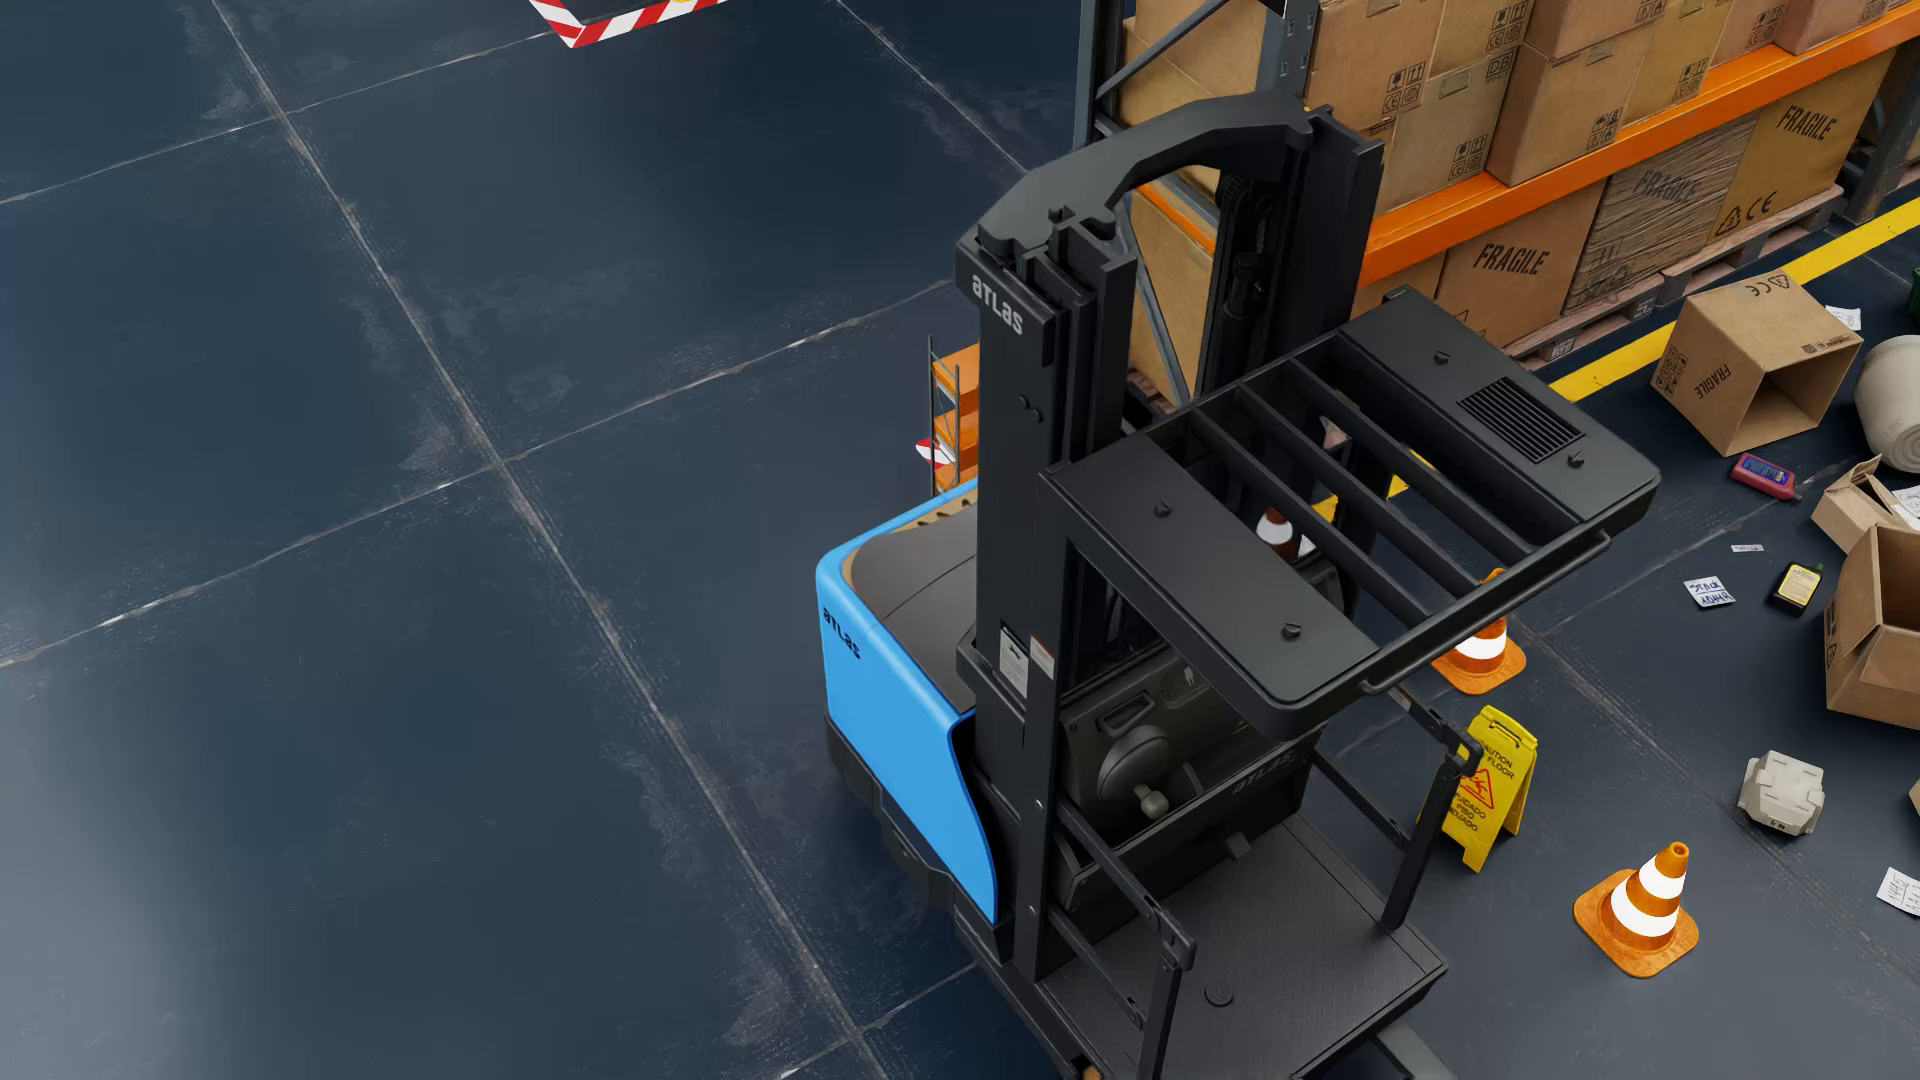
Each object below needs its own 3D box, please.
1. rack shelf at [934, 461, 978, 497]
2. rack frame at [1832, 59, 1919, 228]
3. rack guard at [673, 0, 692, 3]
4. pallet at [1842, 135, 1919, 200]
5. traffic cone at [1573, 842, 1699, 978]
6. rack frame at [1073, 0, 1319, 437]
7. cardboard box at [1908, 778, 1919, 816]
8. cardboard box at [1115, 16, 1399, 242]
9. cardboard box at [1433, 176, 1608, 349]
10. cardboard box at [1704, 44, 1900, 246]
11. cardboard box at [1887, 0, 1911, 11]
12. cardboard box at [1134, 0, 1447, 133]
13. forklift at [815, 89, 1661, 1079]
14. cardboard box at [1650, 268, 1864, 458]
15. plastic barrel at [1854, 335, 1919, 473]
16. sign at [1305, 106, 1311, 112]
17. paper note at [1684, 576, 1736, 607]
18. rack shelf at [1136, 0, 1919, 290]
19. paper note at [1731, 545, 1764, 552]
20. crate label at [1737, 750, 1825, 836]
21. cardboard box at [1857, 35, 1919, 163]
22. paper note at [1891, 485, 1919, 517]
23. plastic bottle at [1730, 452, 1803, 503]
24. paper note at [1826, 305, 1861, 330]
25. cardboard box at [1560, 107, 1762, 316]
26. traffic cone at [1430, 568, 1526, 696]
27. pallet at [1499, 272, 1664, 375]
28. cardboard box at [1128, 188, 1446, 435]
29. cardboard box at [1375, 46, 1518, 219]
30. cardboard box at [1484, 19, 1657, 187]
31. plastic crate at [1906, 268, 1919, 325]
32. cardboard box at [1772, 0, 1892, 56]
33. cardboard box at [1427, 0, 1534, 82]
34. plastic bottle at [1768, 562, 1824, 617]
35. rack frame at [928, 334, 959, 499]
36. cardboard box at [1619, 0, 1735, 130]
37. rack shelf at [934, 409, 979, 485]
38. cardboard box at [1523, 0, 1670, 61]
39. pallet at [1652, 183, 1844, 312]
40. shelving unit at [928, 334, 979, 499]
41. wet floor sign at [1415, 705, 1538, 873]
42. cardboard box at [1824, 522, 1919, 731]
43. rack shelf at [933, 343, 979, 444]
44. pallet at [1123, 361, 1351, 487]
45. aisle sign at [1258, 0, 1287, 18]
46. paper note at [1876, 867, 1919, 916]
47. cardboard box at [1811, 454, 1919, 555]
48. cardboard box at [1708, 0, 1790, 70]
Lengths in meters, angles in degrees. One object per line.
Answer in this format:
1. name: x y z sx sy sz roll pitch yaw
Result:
1. rack shelf: 0.045 -0.179 6.538 0.240 0.259 0.215 -25 53 -21
2. rack frame: 4.116 -2.845 7.221 0.127 3.000 1.000 -25 53 -21
3. rack guard: -1.764 -3.623 9.587 0.348 0.500 1.175 -25 53 -21
4. pallet: 4.728 -2.273 8.578 1.213 0.211 1.003 -25 53 -21
5. traffic cone: 2.255 1.127 5.382 0.334 0.463 0.336 -25 53 -21
6. rack frame: 0.733 -1.251 5.801 0.127 3.000 1.000 -25 53 -21
7. cardboard box: 3.489 0.985 5.718 0.250 0.149 0.380 -2 48 -1
8. cardboard box: 1.022 -1.478 5.902 0.550 0.550 0.875 -25 53 -21
9. cardboard box: 2.014 -1.348 7.029 0.875 0.875 0.875 -26 53 -21
10. cardboard box: 3.546 -2.072 7.673 0.875 0.875 0.875 -24 53 -20
11. cardboard box: 3.810 -2.741 7.027 0.550 0.550 0.875 -25 53 -21
12. cardboard box: 1.067 -1.784 5.452 0.550 0.550 0.875 -25 53 -21
13. forklift: 0.783 0.497 4.290 1.130 2.935 3.031 -28 54 -22
14. cardboard box: 3.350 -0.748 7.025 0.500 0.500 0.500 -17 51 -15
15. plastic barrel: 3.975 -0.568 6.917 0.421 0.421 0.512 6 49 5
16. sign: 1.024 -1.213 5.134 0.005 0.325 0.100 -25 53 -21
17. paper note: 2.930 0.201 6.497 0.142 0.017 0.144 -9 49 -8
18. rack shelf: 2.424 -1.809 6.780 4.000 0.370 1.077 -25 53 -21
19. paper note: 3.154 0.032 6.660 0.123 0.001 0.032 -2 48 -1
20. crate label: 2.887 0.883 5.818 0.250 0.136 0.298 21 52 18
21. cardboard box: 4.593 -2.541 8.175 0.750 0.750 1.050 -25 53 -21
22. paper note: 3.944 -0.158 6.821 0.155 0.023 0.172 -9 49 -8
23. plastic bottle: 3.352 -0.252 6.879 0.283 0.061 0.133 30 55 24
24. paper note: 4.030 -1.018 7.581 0.147 0.020 0.142 13 50 12
25. cardboard box: 2.786 -1.710 7.351 0.875 0.875 0.875 -25 53 -21
26. traffic cone: 1.940 0.278 6.138 0.334 0.463 0.336 -25 53 -21
27. pallet: 2.398 -1.175 7.601 1.213 0.211 1.003 -25 53 -21
28. cardboard box: 1.271 -0.996 6.716 0.875 0.875 0.875 -25 53 -21
29. cardboard box: 1.476 -1.711 6.110 0.550 0.550 0.875 -25 53 -21
30. cardboard box: 2.016 -1.855 6.238 0.550 0.550 0.875 -25 53 -21
31. plastic crate: 4.668 -1.033 7.451 0.662 0.188 0.450 -2 38 -1
32. cardboard box: 3.357 -2.507 6.819 0.550 0.550 0.875 -25 53 -21
33. cardboard box: 1.483 -2.061 5.699 0.550 0.550 0.875 -25 53 -21
34. plastic bottle: 3.277 0.171 6.502 0.133 0.061 0.283 30 55 24
35. rack frame: -0.058 -0.322 6.279 0.008 1.050 0.200 -25 53 -21
36. cardboard box: 2.443 -2.092 6.449 0.500 0.550 0.875 -25 53 -21
37. rack shelf: 0.045 -0.363 6.330 0.240 0.259 0.215 -25 53 -21
38. cardboard box: 2.029 -2.199 5.821 0.550 0.550 0.875 -25 53 -21
39. pallet: 3.431 -1.664 8.036 1.213 0.211 1.003 -25 53 -21
40. shelving unit: 0.045 -0.370 6.322 0.252 1.050 0.215 -25 53 -21
41. wet floor sign: 1.765 0.794 5.556 0.232 0.644 0.267 -34 57 -27
42. cardboard box: 3.594 0.366 6.032 0.797 0.503 0.637 13 50 12
43. rack shelf: 0.045 -0.552 6.118 0.240 0.259 0.215 -25 53 -21
44. pallet: 1.367 -0.692 7.170 1.213 0.211 1.003 -25 53 -21
45. aisle sign: 0.833 -1.898 4.636 0.004 0.787 0.394 -25 53 -21
46. paper note: 3.197 1.188 5.617 0.148 0.019 0.142 30 55 24
47. cardboard box: 3.645 -0.088 6.596 0.258 0.266 0.396 -17 51 -15
48. cardboard box: 2.837 -2.366 6.694 0.550 0.550 0.875 -25 53 -21
